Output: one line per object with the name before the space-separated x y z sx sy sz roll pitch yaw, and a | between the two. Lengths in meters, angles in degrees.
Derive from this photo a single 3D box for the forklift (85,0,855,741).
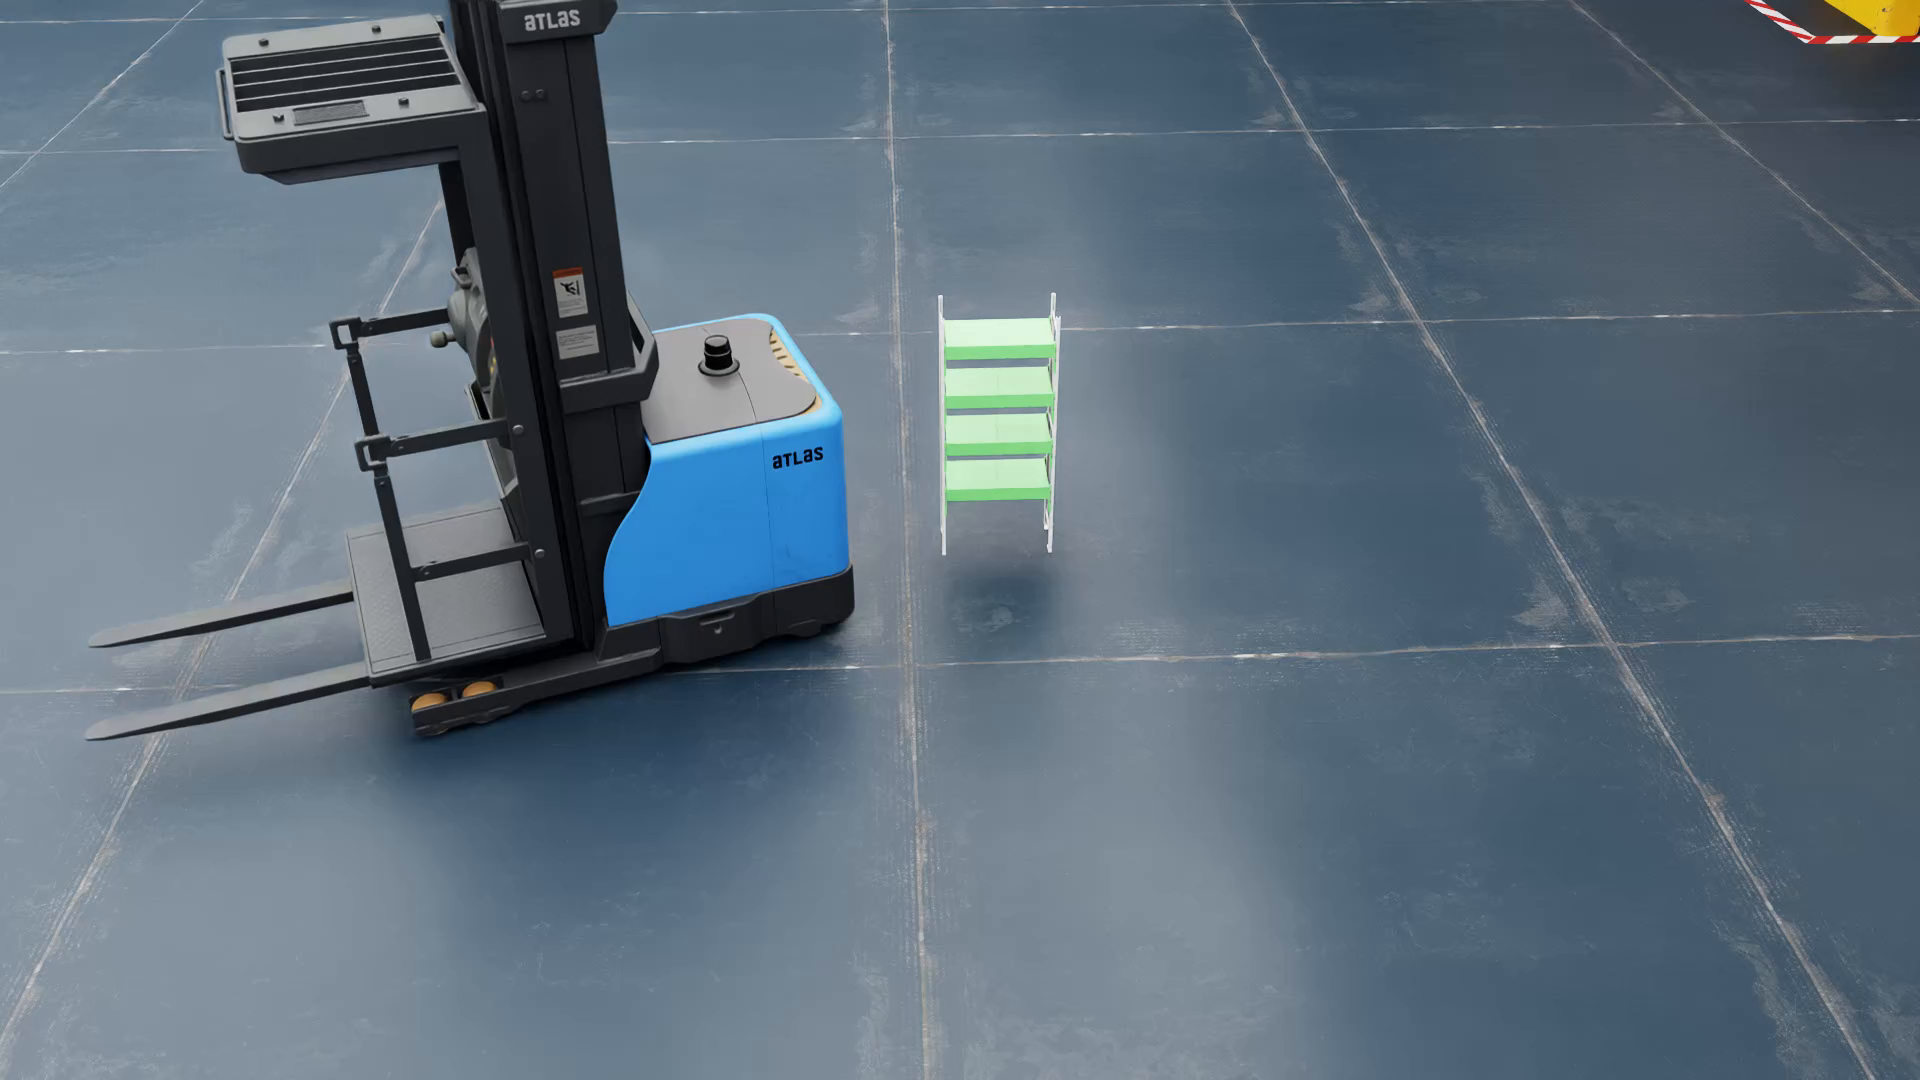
forklift | -2.024 -0.770 6.287 3.031 2.935 1.130 -13 37 -18

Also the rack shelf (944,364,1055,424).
rack shelf | 0.165 -0.643 7.315 0.480 0.148 0.258 -2 35 -2

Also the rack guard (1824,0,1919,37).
rack guard | 7.762 -4.713 14.120 0.348 0.500 1.175 -2 35 -2

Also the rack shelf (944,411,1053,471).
rack shelf | 0.165 -0.445 7.451 0.480 0.148 0.258 -2 35 -2

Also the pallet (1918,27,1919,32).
pallet | 8.573 -4.613 14.230 1.213 0.211 1.003 -2 35 -2

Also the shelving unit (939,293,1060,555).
shelving unit | 0.165 -0.498 7.415 0.503 1.200 0.258 -2 35 -2

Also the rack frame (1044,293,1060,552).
rack frame | 0.409 -0.504 7.424 0.015 1.200 0.240 -2 35 -2

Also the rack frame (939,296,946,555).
rack frame | -0.078 -0.491 7.405 0.015 1.200 0.240 -2 35 -2

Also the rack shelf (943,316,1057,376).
rack shelf | 0.165 -0.840 7.178 0.480 0.148 0.258 -2 35 -2

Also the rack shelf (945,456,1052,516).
rack shelf | 0.165 -0.248 7.588 0.480 0.148 0.258 -2 35 -2
